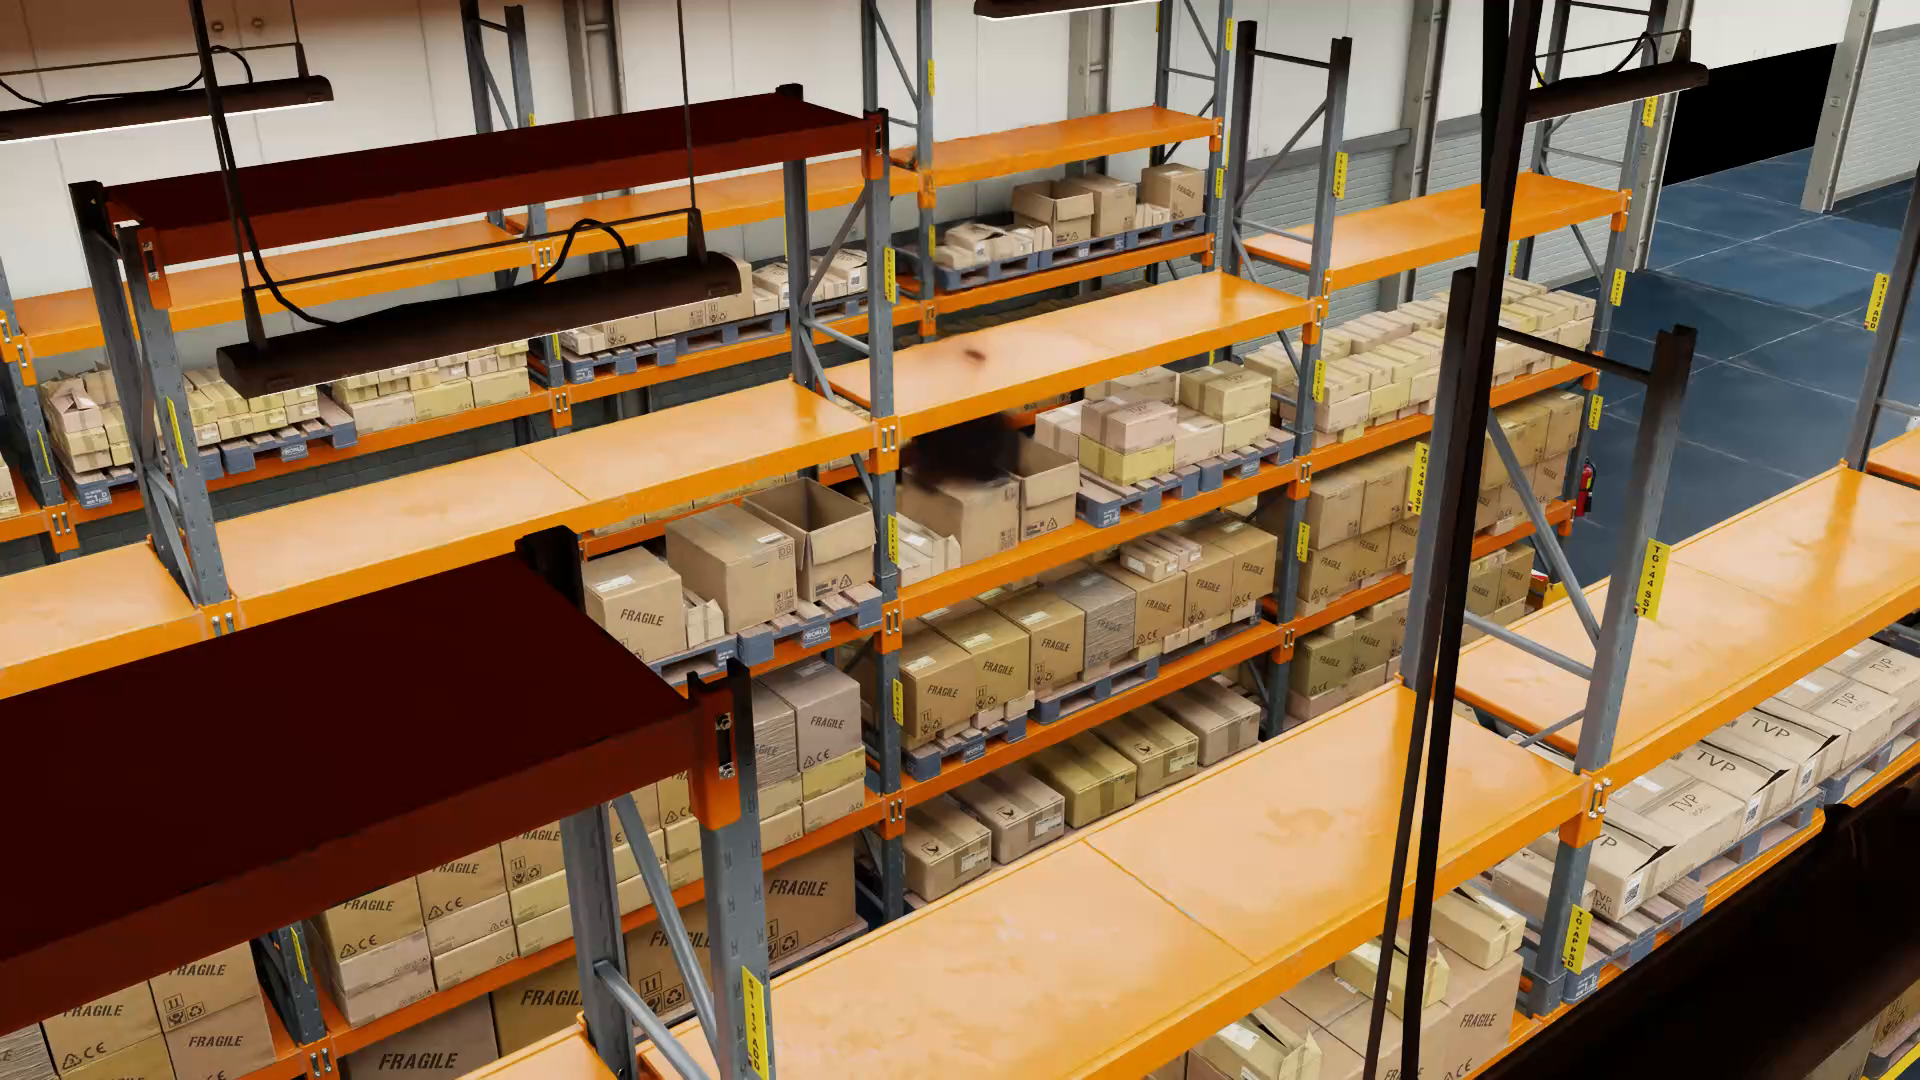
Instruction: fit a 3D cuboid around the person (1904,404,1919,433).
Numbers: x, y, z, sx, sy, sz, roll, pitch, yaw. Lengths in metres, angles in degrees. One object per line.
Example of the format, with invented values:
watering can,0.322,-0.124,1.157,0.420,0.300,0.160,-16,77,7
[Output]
person,10.631,-1.007,18.263,0.639,1.704,0.807,6,27,12
